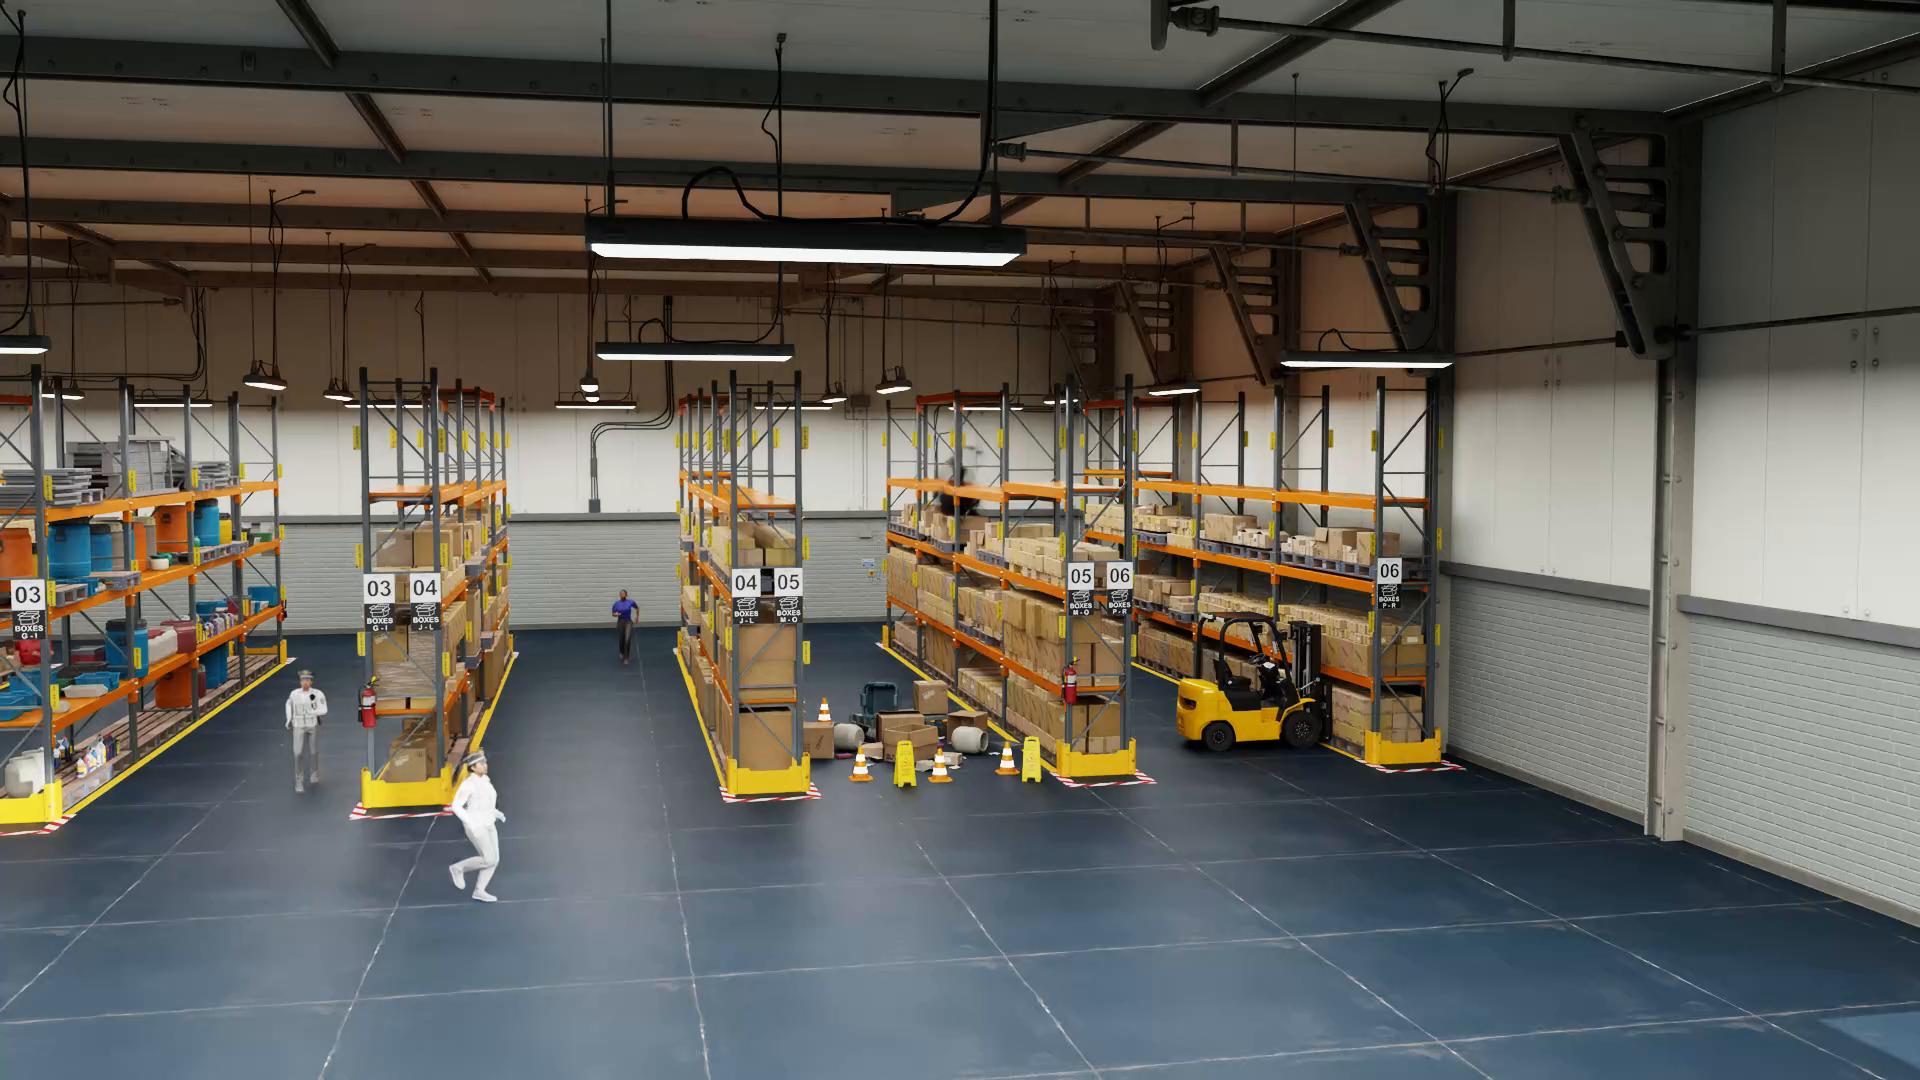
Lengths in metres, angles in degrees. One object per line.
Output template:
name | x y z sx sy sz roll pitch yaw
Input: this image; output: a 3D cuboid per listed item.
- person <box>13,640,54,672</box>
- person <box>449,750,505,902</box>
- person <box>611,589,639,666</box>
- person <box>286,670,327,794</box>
person | -16.520 2.354 29.648 0.655 1.738 0.945 -2 4 -24
person | -5.255 3.108 18.107 0.552 1.652 0.621 1 4 16
person | -7.557 1.995 37.483 0.543 1.623 0.895 0 3 -3
person | -9.384 2.726 23.906 0.570 1.744 0.752 -1 4 -16
